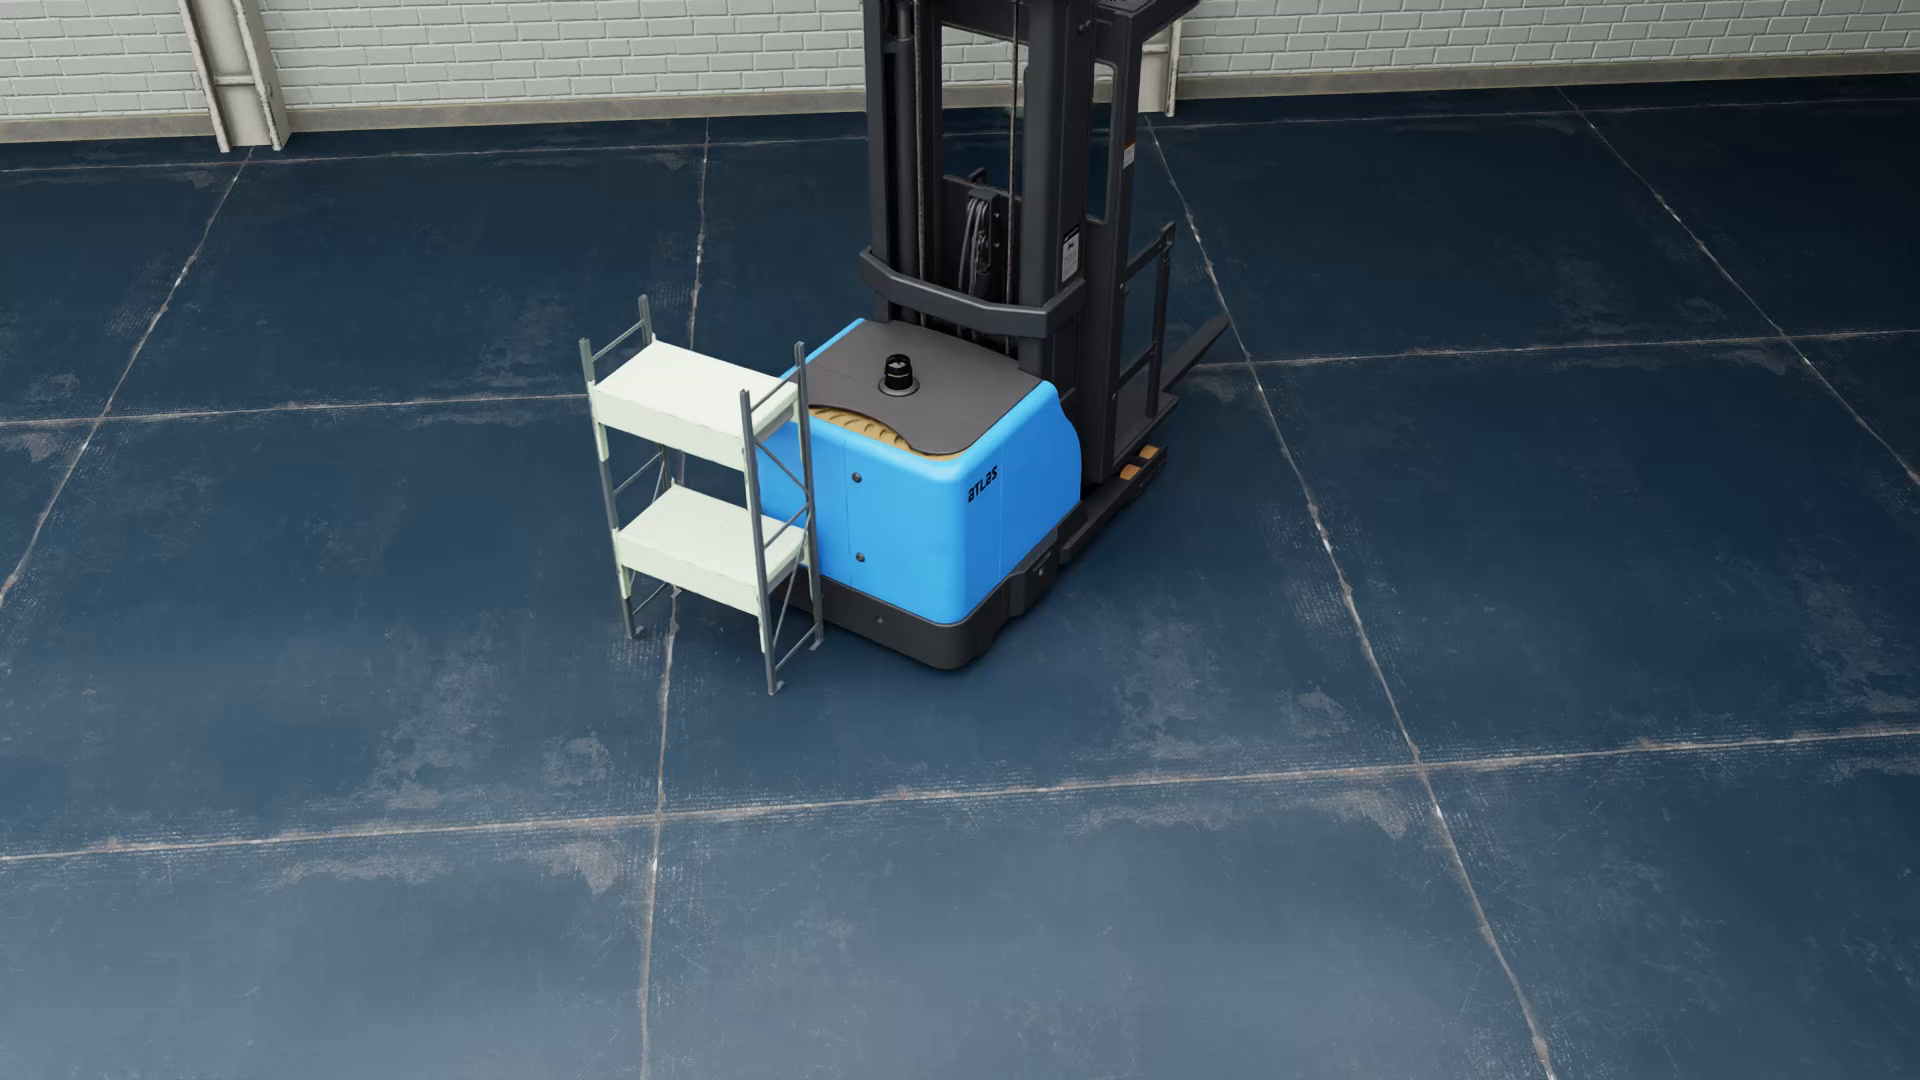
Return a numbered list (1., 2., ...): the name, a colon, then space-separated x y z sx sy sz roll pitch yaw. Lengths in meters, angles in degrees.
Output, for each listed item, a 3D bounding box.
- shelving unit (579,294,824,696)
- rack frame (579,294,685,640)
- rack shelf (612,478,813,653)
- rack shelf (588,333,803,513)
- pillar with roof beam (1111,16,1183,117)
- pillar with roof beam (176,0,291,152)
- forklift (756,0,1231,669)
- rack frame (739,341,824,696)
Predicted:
1. shelving unit: -1.014 -0.159 6.740 0.755 1.500 0.431 19 42 22
2. rack frame: -1.335 -0.267 6.878 0.023 1.500 0.400 19 42 22
3. rack shelf: -1.014 0.097 6.942 0.720 0.370 0.431 19 42 22
4. rack shelf: -1.014 -0.465 6.499 0.720 0.370 0.431 19 42 22
5. pillar with roof beam: 1.648 -3.877 5.399 0.400 9.000 9.100 -3 38 -4
6. pillar with roof beam: -4.328 -3.548 4.982 0.400 9.000 9.100 -3 38 -4
7. forklift: 0.353 -1.492 7.275 1.130 2.935 3.031 22 43 25
8. rack frame: -0.693 -0.050 6.603 0.023 1.500 0.400 19 42 22
